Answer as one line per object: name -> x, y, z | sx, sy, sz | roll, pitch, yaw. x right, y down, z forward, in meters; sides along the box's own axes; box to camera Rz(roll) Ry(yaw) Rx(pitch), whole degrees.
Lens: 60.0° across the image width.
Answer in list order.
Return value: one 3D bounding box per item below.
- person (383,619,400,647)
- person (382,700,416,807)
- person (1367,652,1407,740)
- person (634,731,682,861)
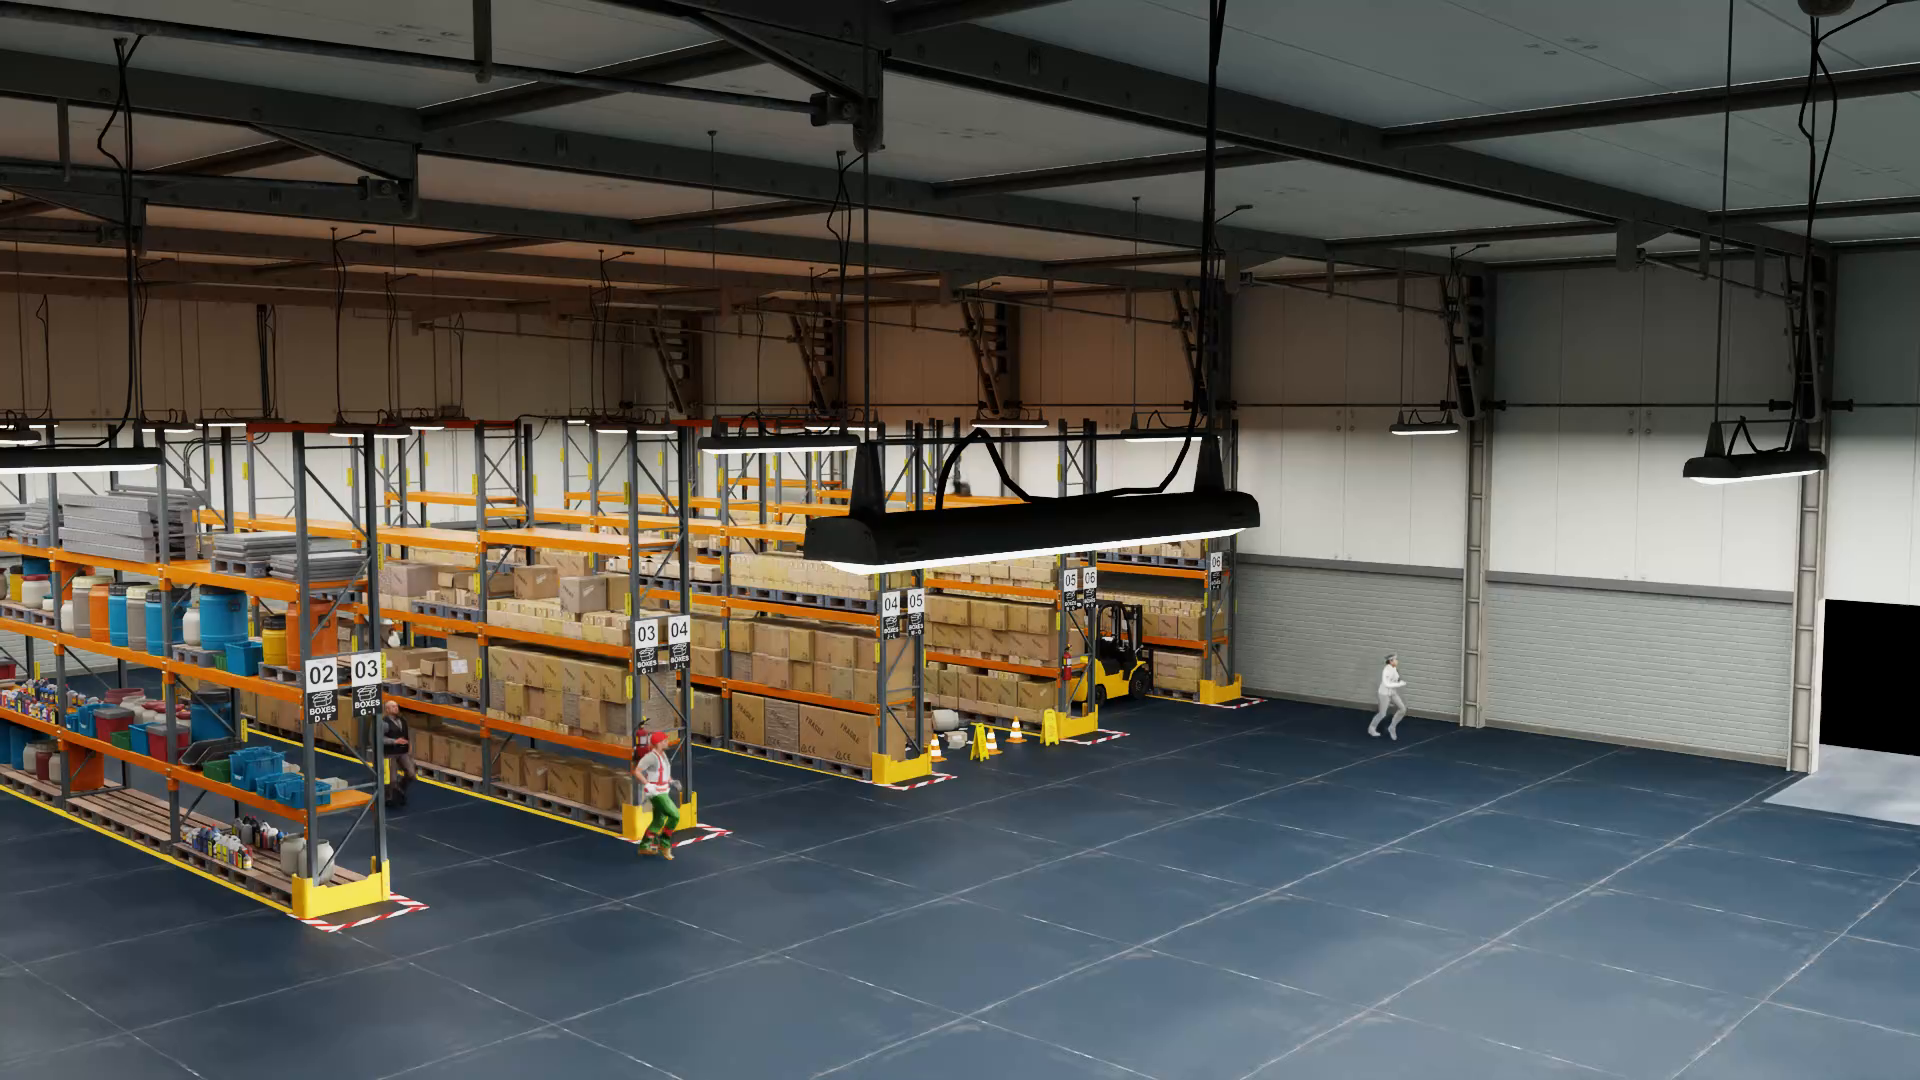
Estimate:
person -> -12.083, 2.580, 35.254 | 0.762, 1.825, 0.672 | 4, 6, 37
person -> -8.799, 3.346, 26.004 | 0.650, 1.684, 0.635 | 4, 6, 37
person -> 8.063, 2.929, 31.341 | 0.791, 1.682, 0.641 | 4, 6, 38
person -> -4.185, 3.558, 23.177 | 0.666, 1.784, 0.672 | 1, 5, 8
